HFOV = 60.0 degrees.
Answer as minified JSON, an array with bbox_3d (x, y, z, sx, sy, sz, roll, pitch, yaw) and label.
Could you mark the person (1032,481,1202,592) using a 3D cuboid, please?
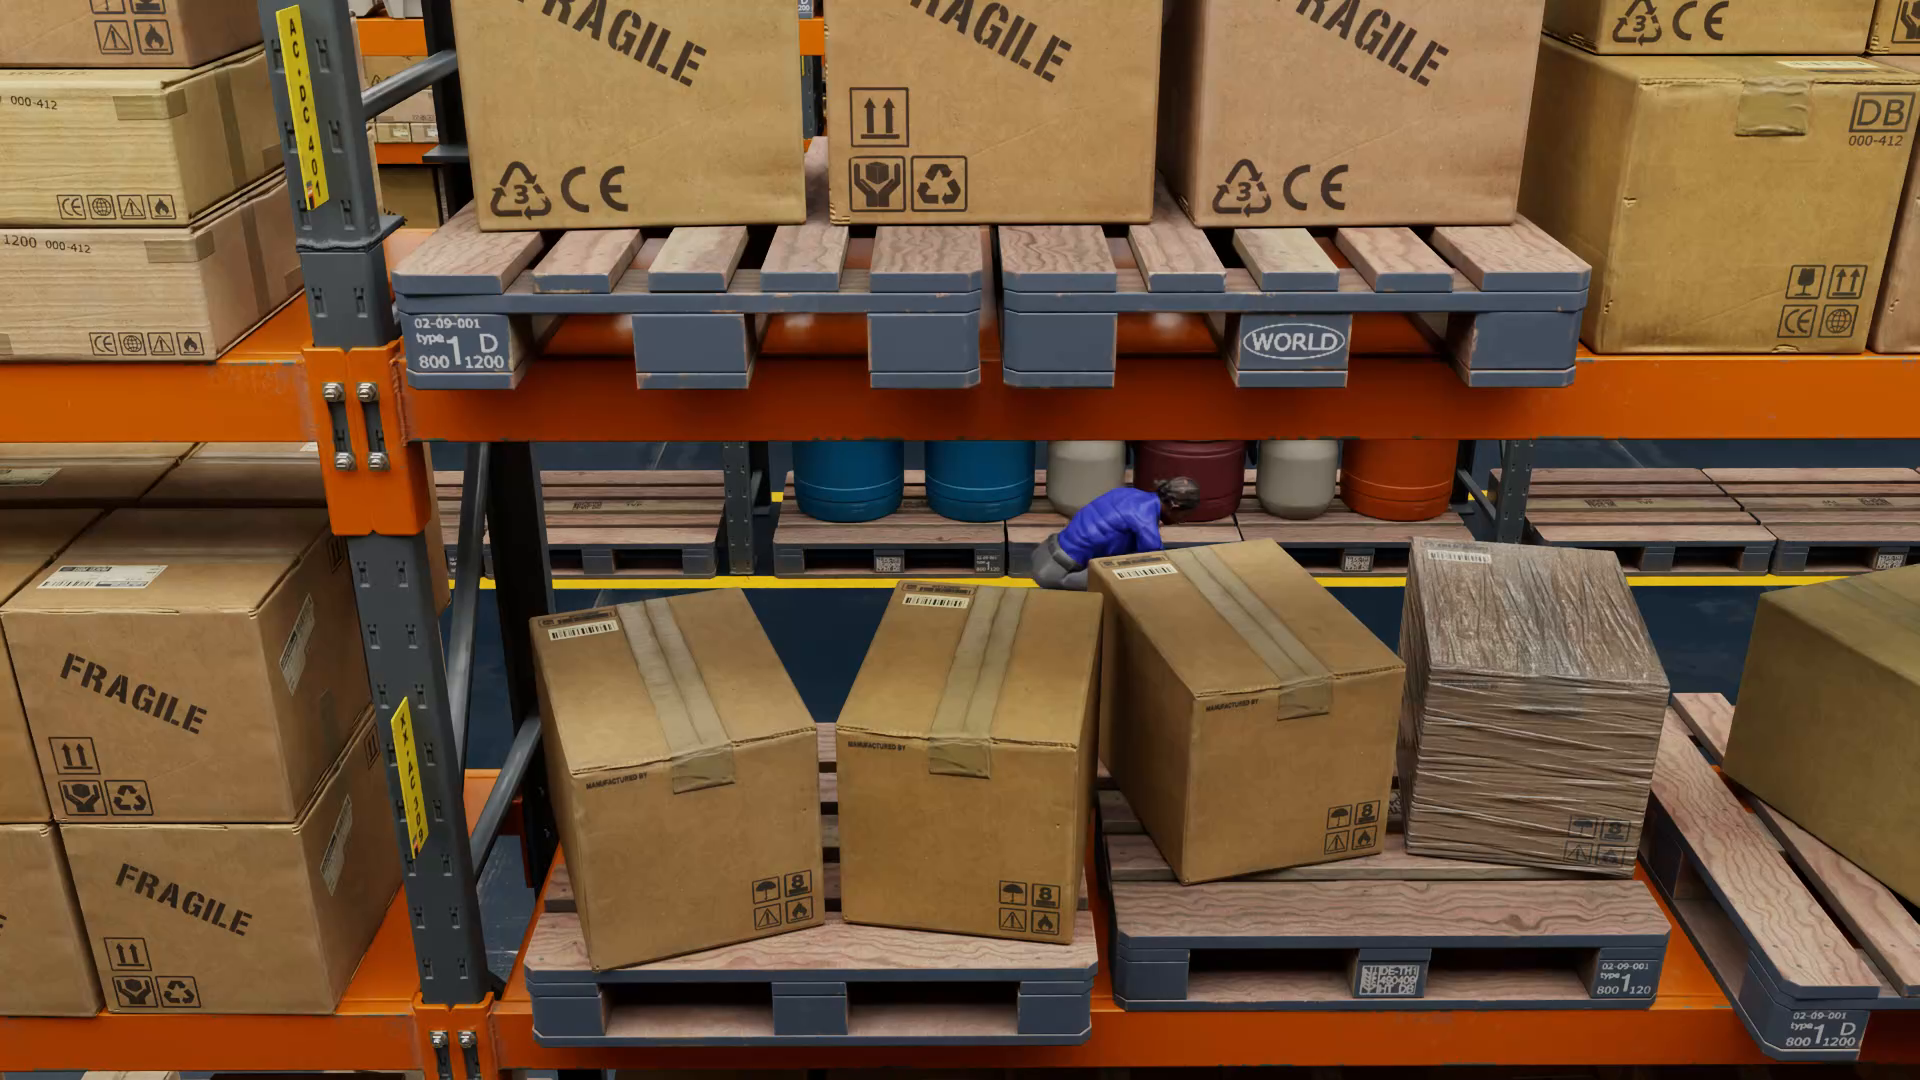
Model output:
[{"bbox_3d":[0.741,0.141,7.810,0.814,0.835,0.481,0,24,-1],"label":"person"}]
